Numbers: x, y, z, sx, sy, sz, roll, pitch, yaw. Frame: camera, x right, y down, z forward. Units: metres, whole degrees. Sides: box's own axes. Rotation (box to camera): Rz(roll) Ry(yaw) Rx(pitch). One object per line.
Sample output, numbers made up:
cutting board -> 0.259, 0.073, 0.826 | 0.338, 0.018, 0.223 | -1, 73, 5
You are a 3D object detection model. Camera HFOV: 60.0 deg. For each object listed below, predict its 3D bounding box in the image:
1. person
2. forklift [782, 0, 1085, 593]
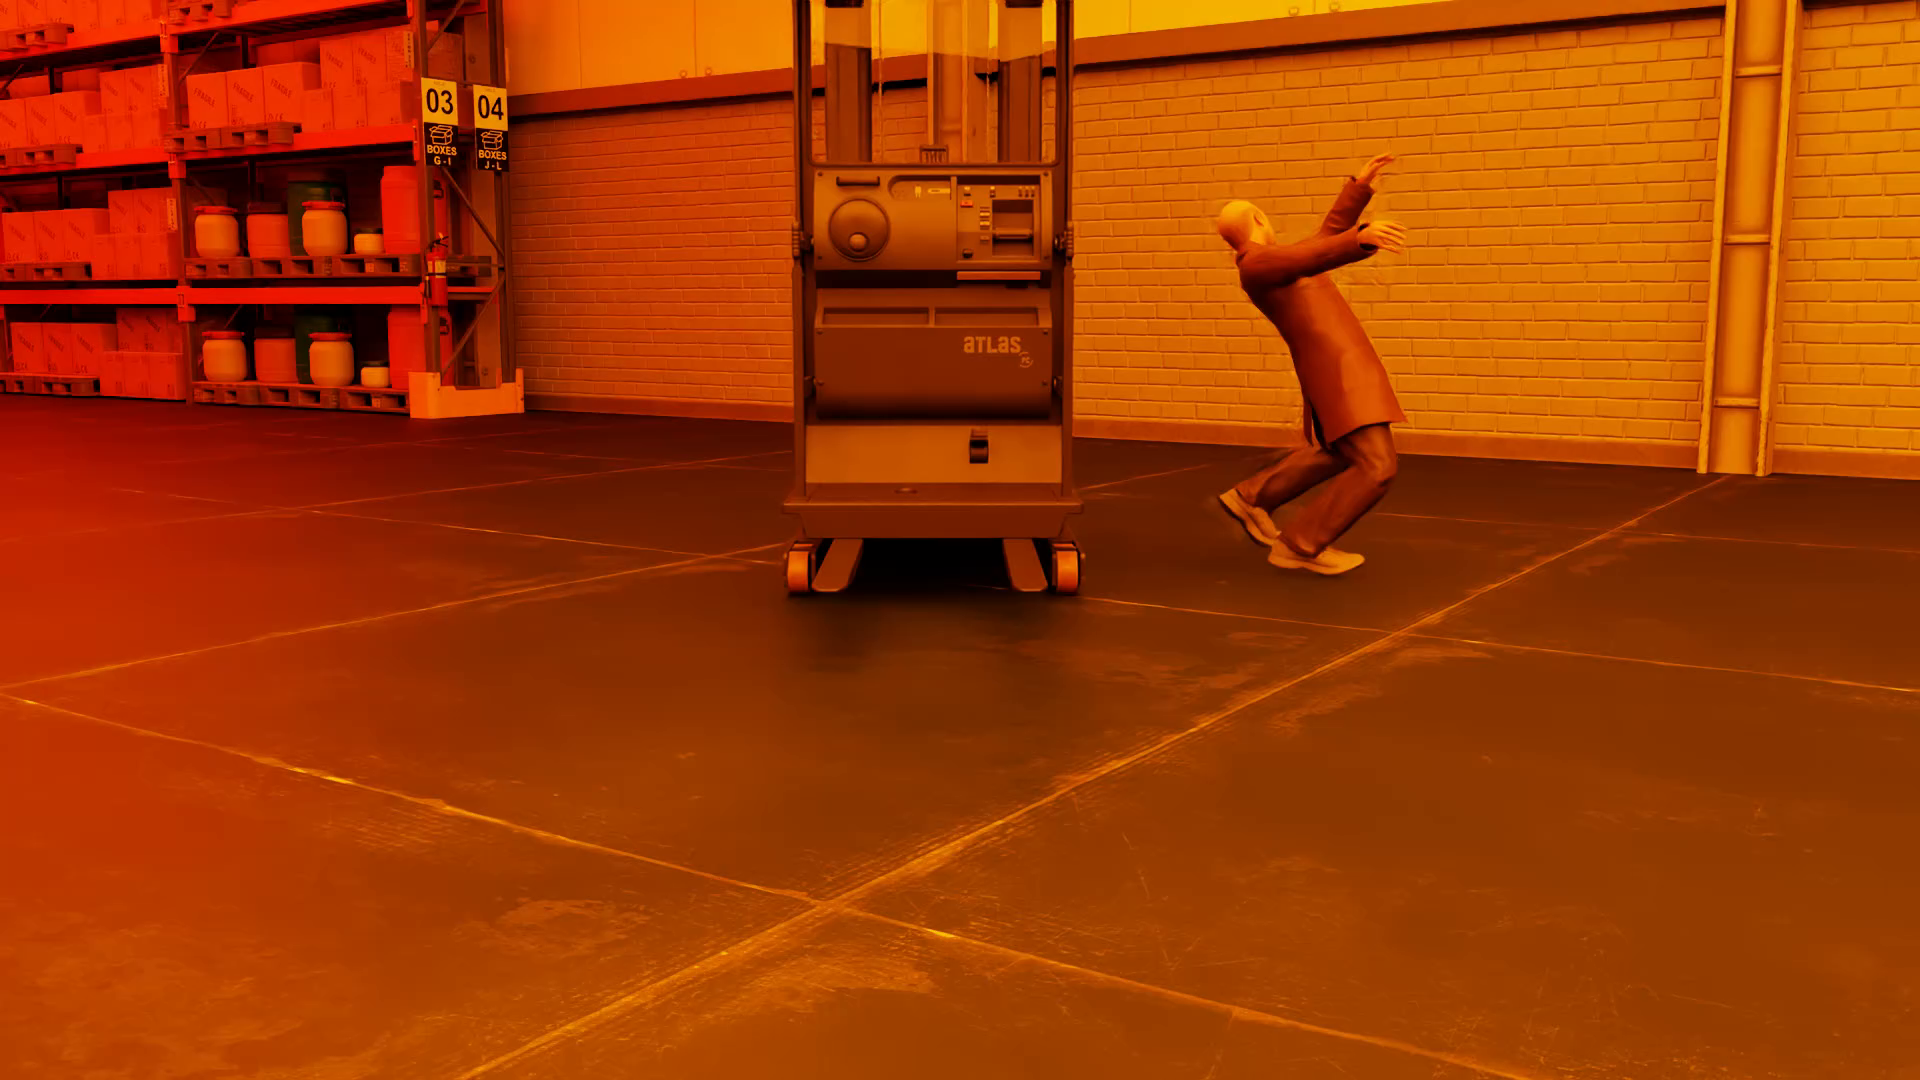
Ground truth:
person -> 1.390, -0.684, 6.454 | 0.674, 1.641, 1.105 | 0, 8, 1
forklift -> -0.101, -1.293, 6.283 | 1.130, 2.935, 3.031 | 0, 8, 0
